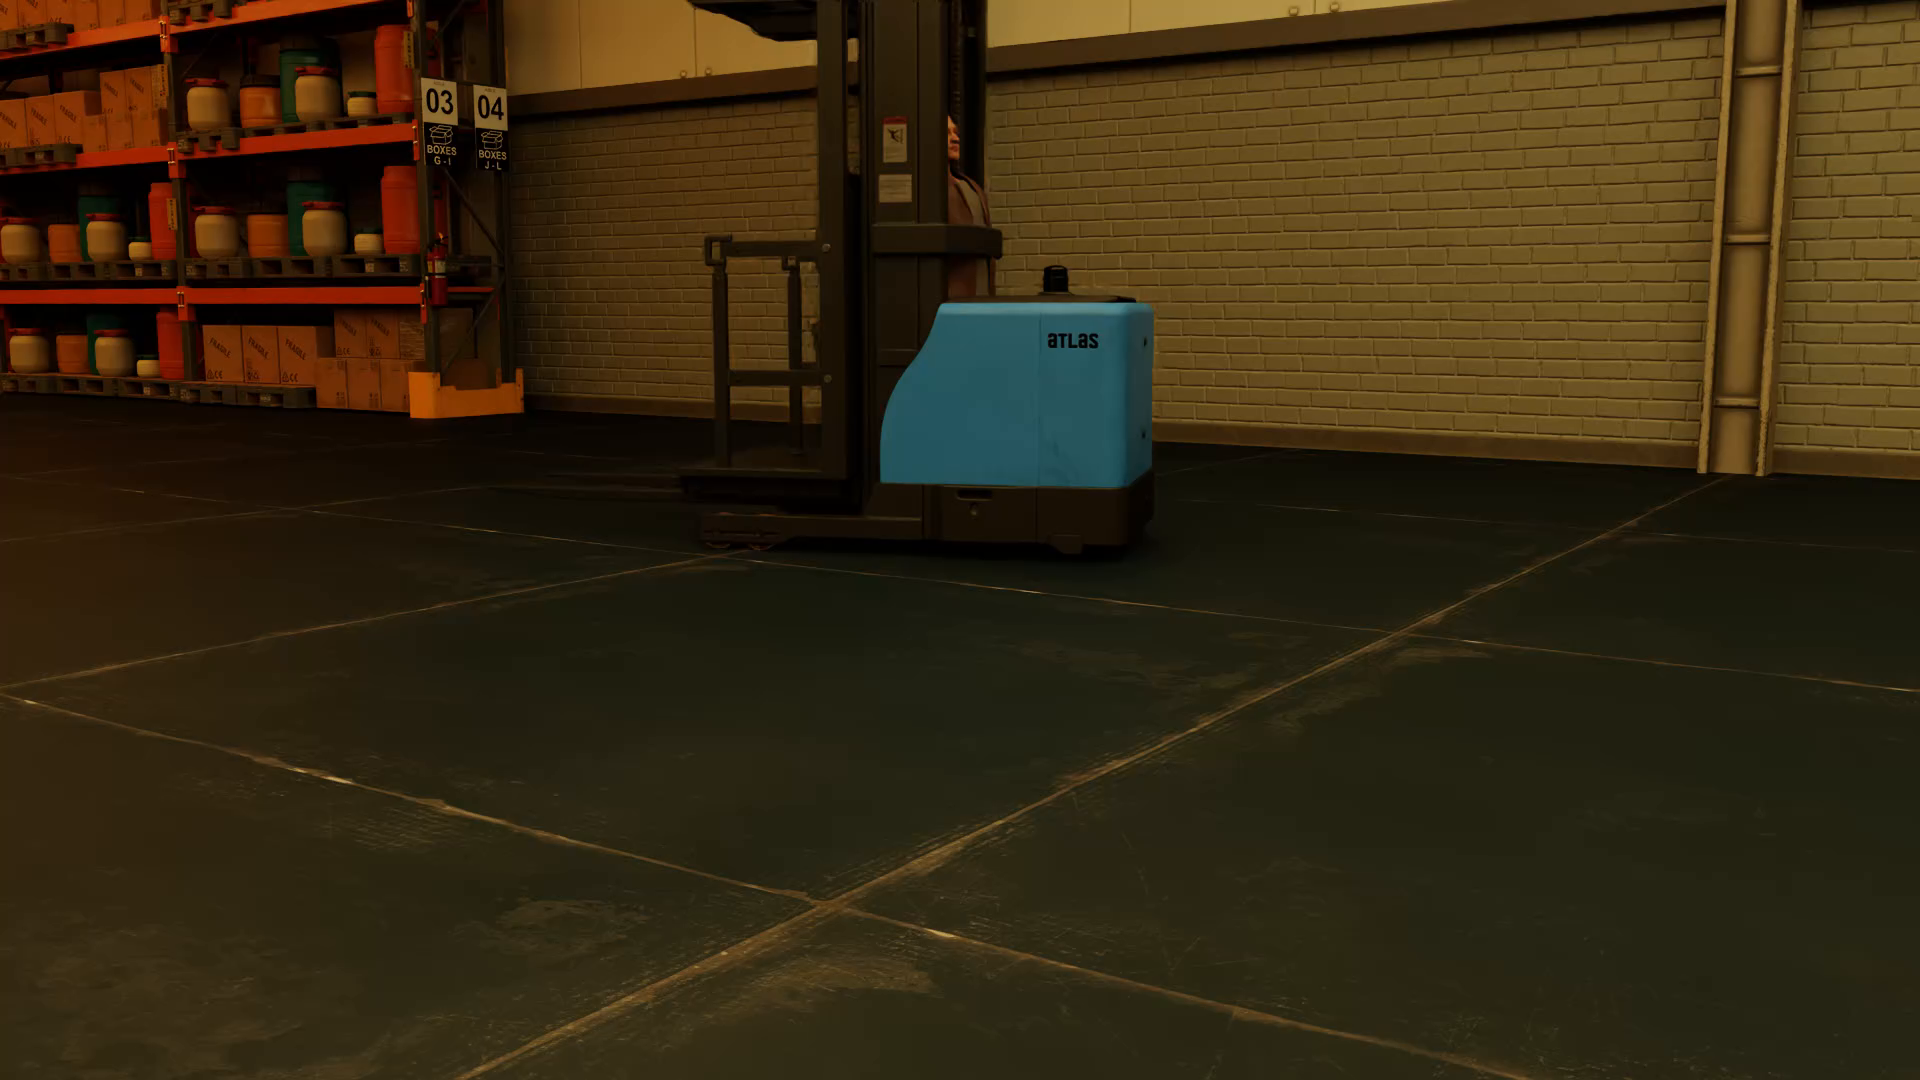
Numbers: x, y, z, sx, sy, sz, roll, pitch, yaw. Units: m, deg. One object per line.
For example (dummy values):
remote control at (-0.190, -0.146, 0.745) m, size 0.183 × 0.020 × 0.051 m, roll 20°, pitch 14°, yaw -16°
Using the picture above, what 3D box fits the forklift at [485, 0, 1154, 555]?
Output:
forklift at (-0.666, -1.473, 7.551) m, size 3.031 × 2.935 × 1.130 m, roll 2°, pitch 8°, yaw 13°

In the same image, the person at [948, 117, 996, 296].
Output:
person at (-0.028, -1.066, 7.463) m, size 0.422 × 1.683 × 0.546 m, roll 5°, pitch 10°, yaw 34°
